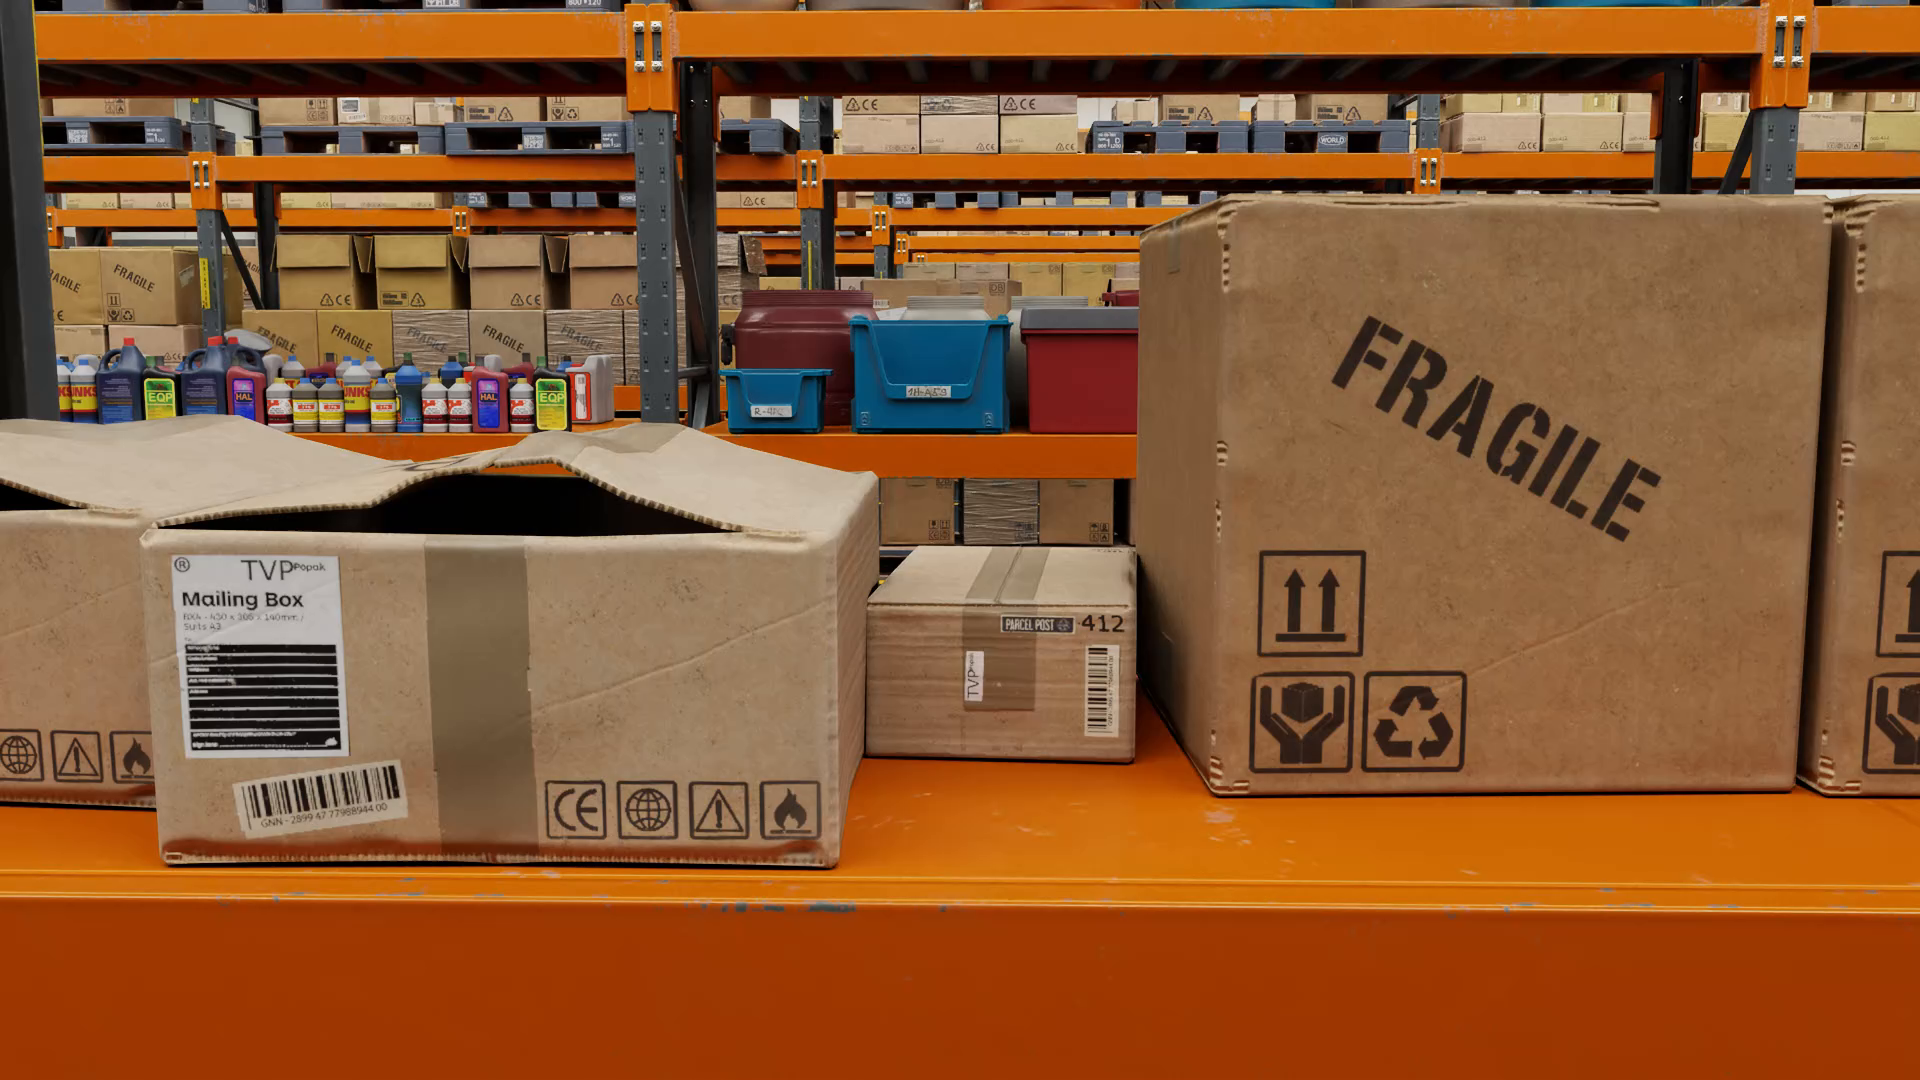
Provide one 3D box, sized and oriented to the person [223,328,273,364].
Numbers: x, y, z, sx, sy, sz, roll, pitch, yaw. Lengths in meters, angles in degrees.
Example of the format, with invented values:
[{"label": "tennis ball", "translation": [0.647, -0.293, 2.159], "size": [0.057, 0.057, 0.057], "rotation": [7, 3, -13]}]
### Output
[{"label": "person", "translation": [-4.160, -0.384, 9.524], "size": [0.926, 1.646, 0.488], "rotation": [3, 8, 22]}]
